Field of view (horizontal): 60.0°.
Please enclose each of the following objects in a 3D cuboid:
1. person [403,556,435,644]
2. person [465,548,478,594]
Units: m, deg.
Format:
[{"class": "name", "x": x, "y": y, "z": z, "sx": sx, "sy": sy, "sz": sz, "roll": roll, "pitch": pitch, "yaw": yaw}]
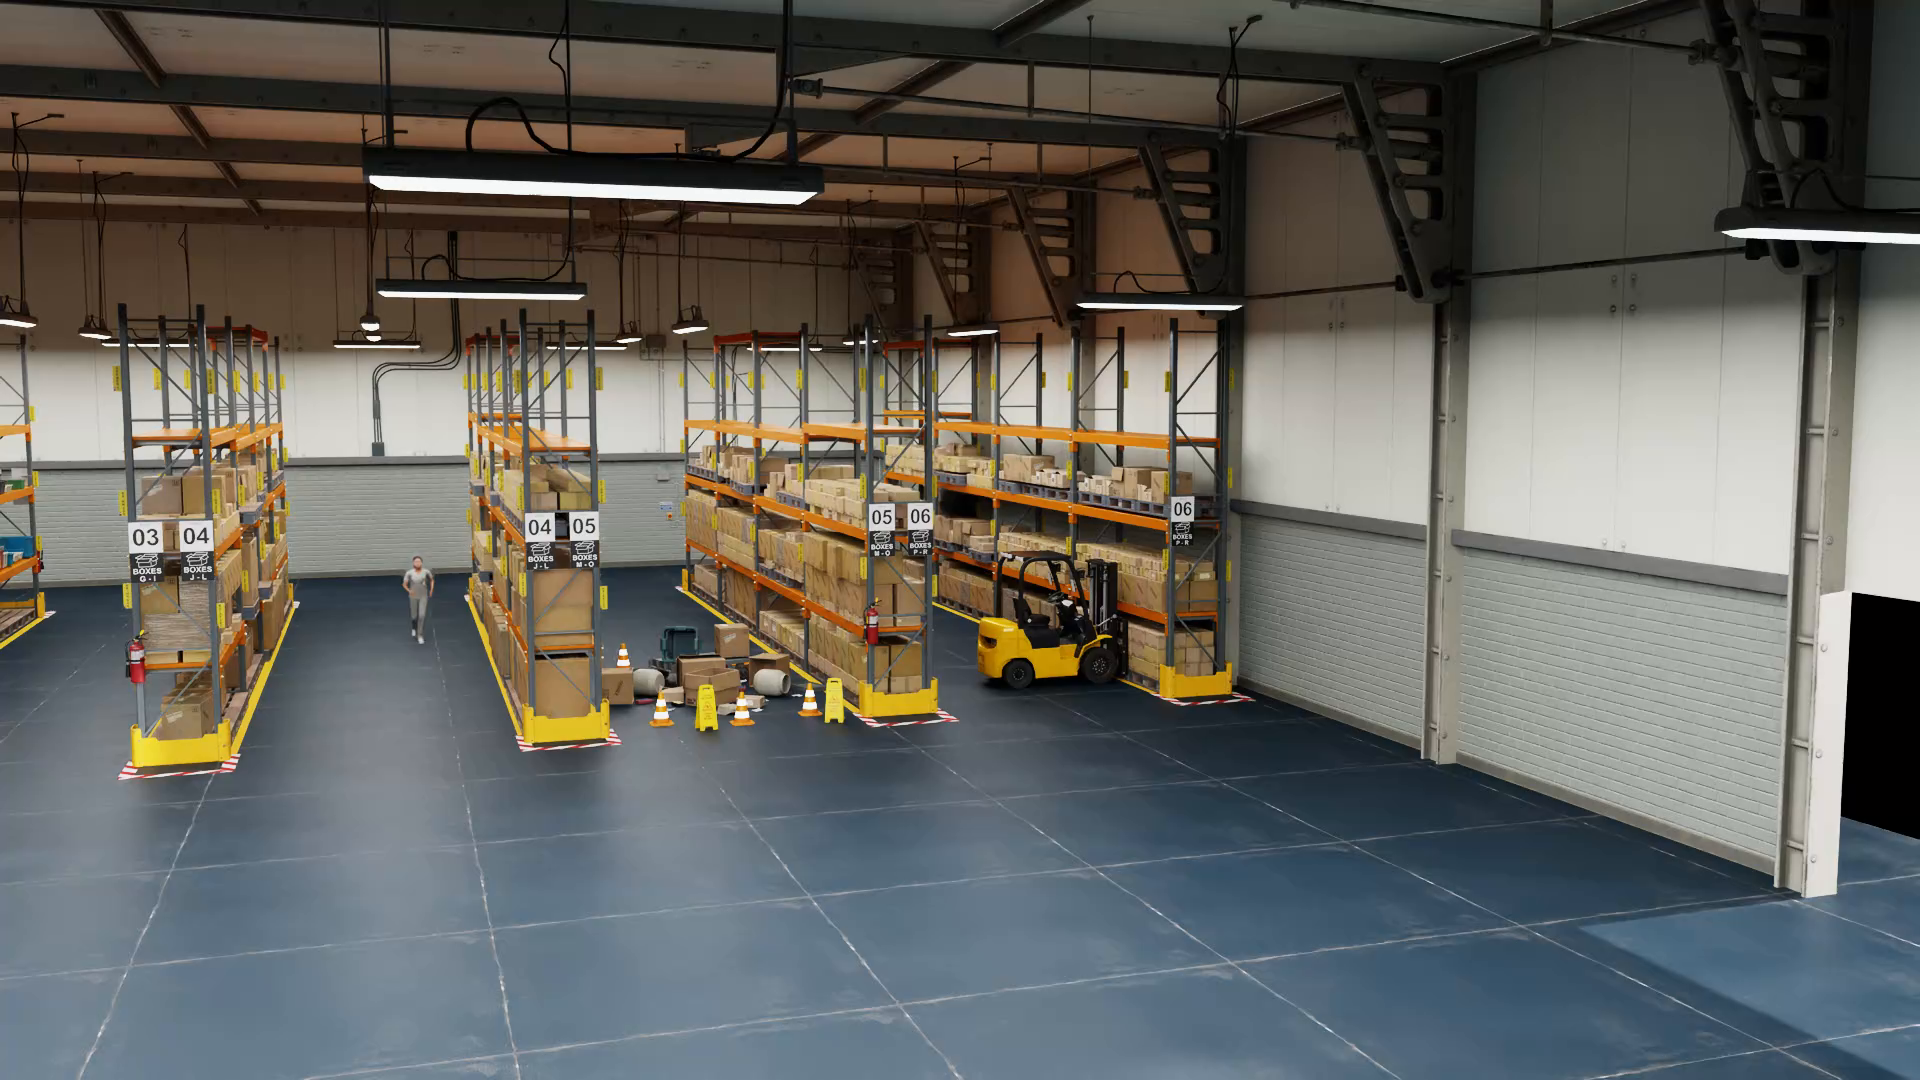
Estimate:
[{"class": "person", "x": -10.465, "y": 1.133, "z": 32.183, "sx": 0.590, "sy": 1.668, "sz": 0.771, "roll": -2, "pitch": 6, "yaw": -21}, {"class": "person", "x": -11.342, "y": 0.460, "z": 39.535, "sx": 0.864, "sy": 1.603, "sz": 0.567, "roll": -2, "pitch": 6, "yaw": -20}]
